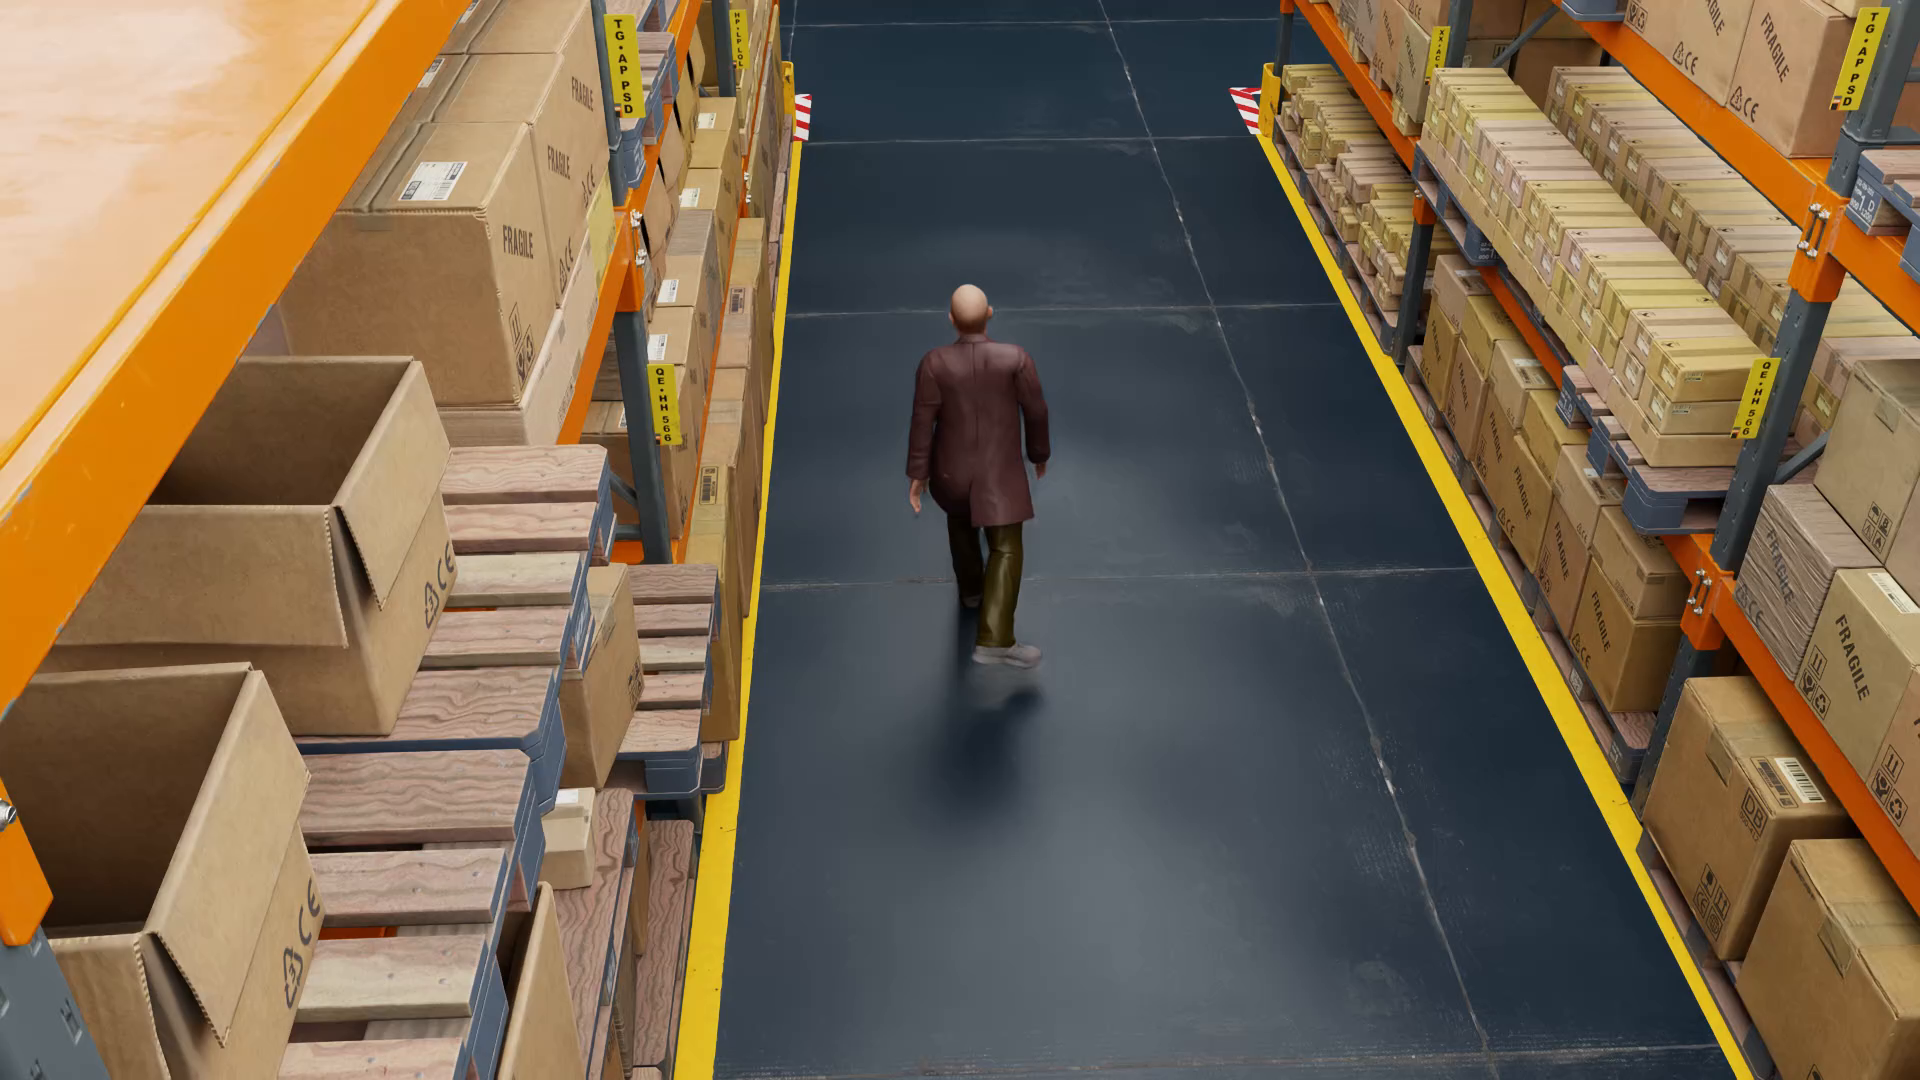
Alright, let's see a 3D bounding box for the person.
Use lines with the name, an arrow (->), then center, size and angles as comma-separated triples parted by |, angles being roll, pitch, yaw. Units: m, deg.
person -> 0.083, -0.283, 7.634 | 0.678, 1.729, 1.012 | 4, 35, 5
